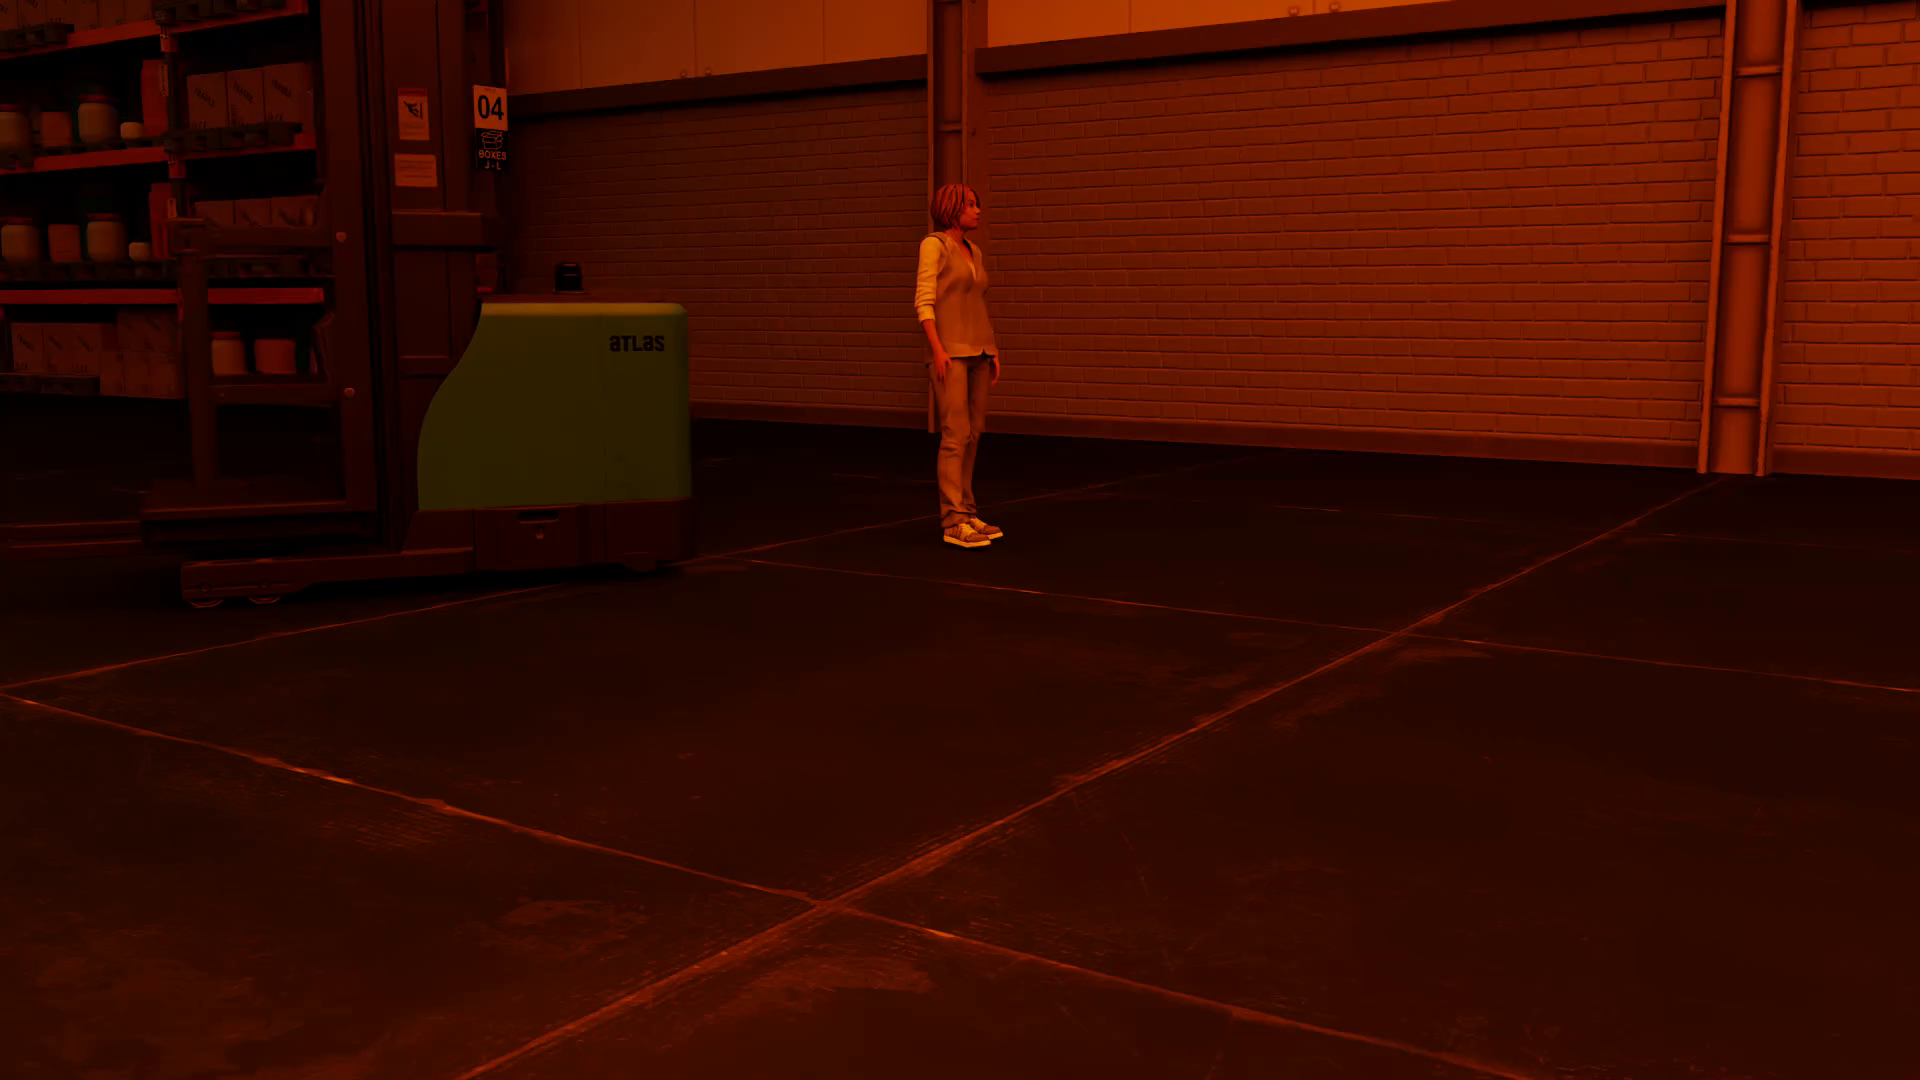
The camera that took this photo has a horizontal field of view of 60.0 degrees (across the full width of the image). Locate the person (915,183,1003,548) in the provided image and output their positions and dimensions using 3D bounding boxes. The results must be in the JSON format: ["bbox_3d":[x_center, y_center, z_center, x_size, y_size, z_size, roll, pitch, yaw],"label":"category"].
[{"bbox_3d":[0.054,-0.791,7.437,0.473,1.599,0.520,5,10,34],"label":"person"}]

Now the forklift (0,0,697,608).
[{"bbox_3d":[-2.619,-1.293,6.284,3.031,2.935,1.130,-3,9,-23],"label":"forklift"}]
